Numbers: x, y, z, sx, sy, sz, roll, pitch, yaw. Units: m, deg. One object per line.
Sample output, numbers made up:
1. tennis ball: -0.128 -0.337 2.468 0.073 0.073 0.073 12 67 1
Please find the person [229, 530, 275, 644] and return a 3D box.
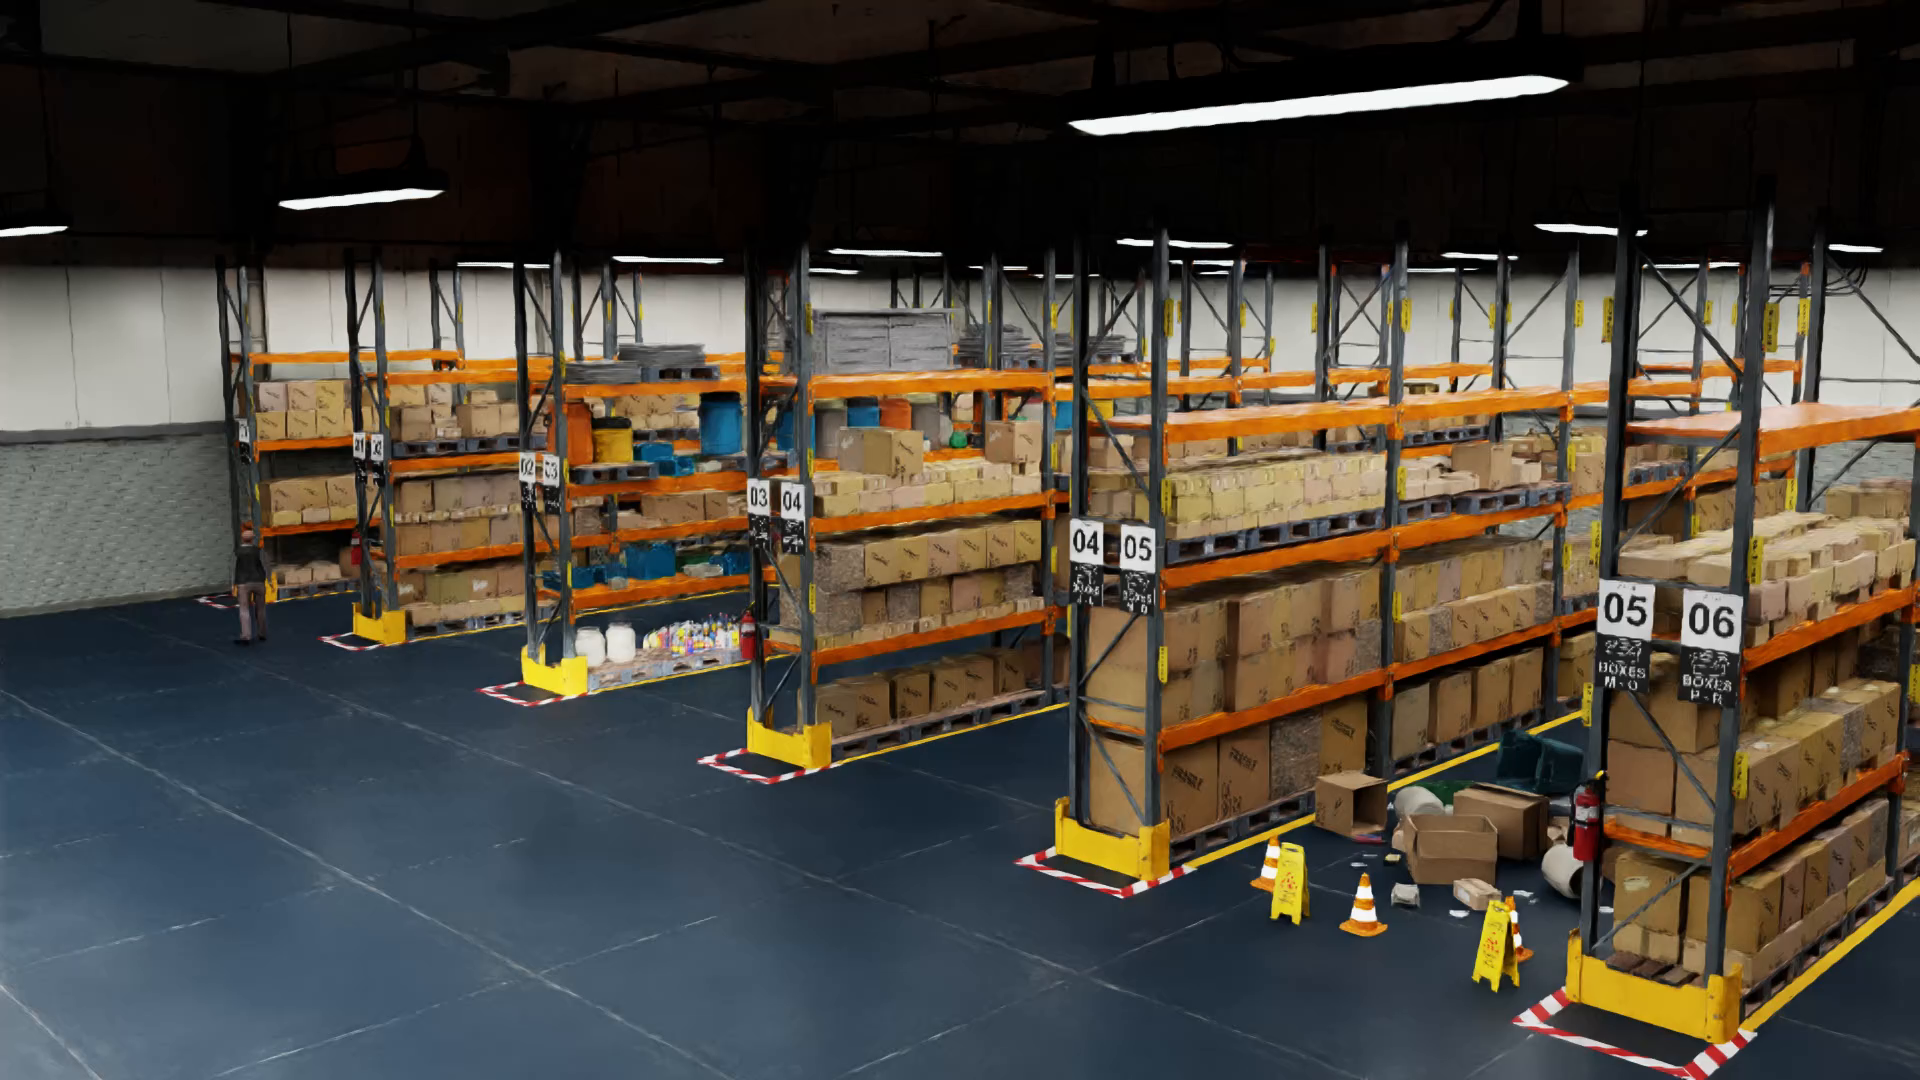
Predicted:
1. person: -10.858 0.710 25.486 0.644 1.693 0.569 -5 9 -30
